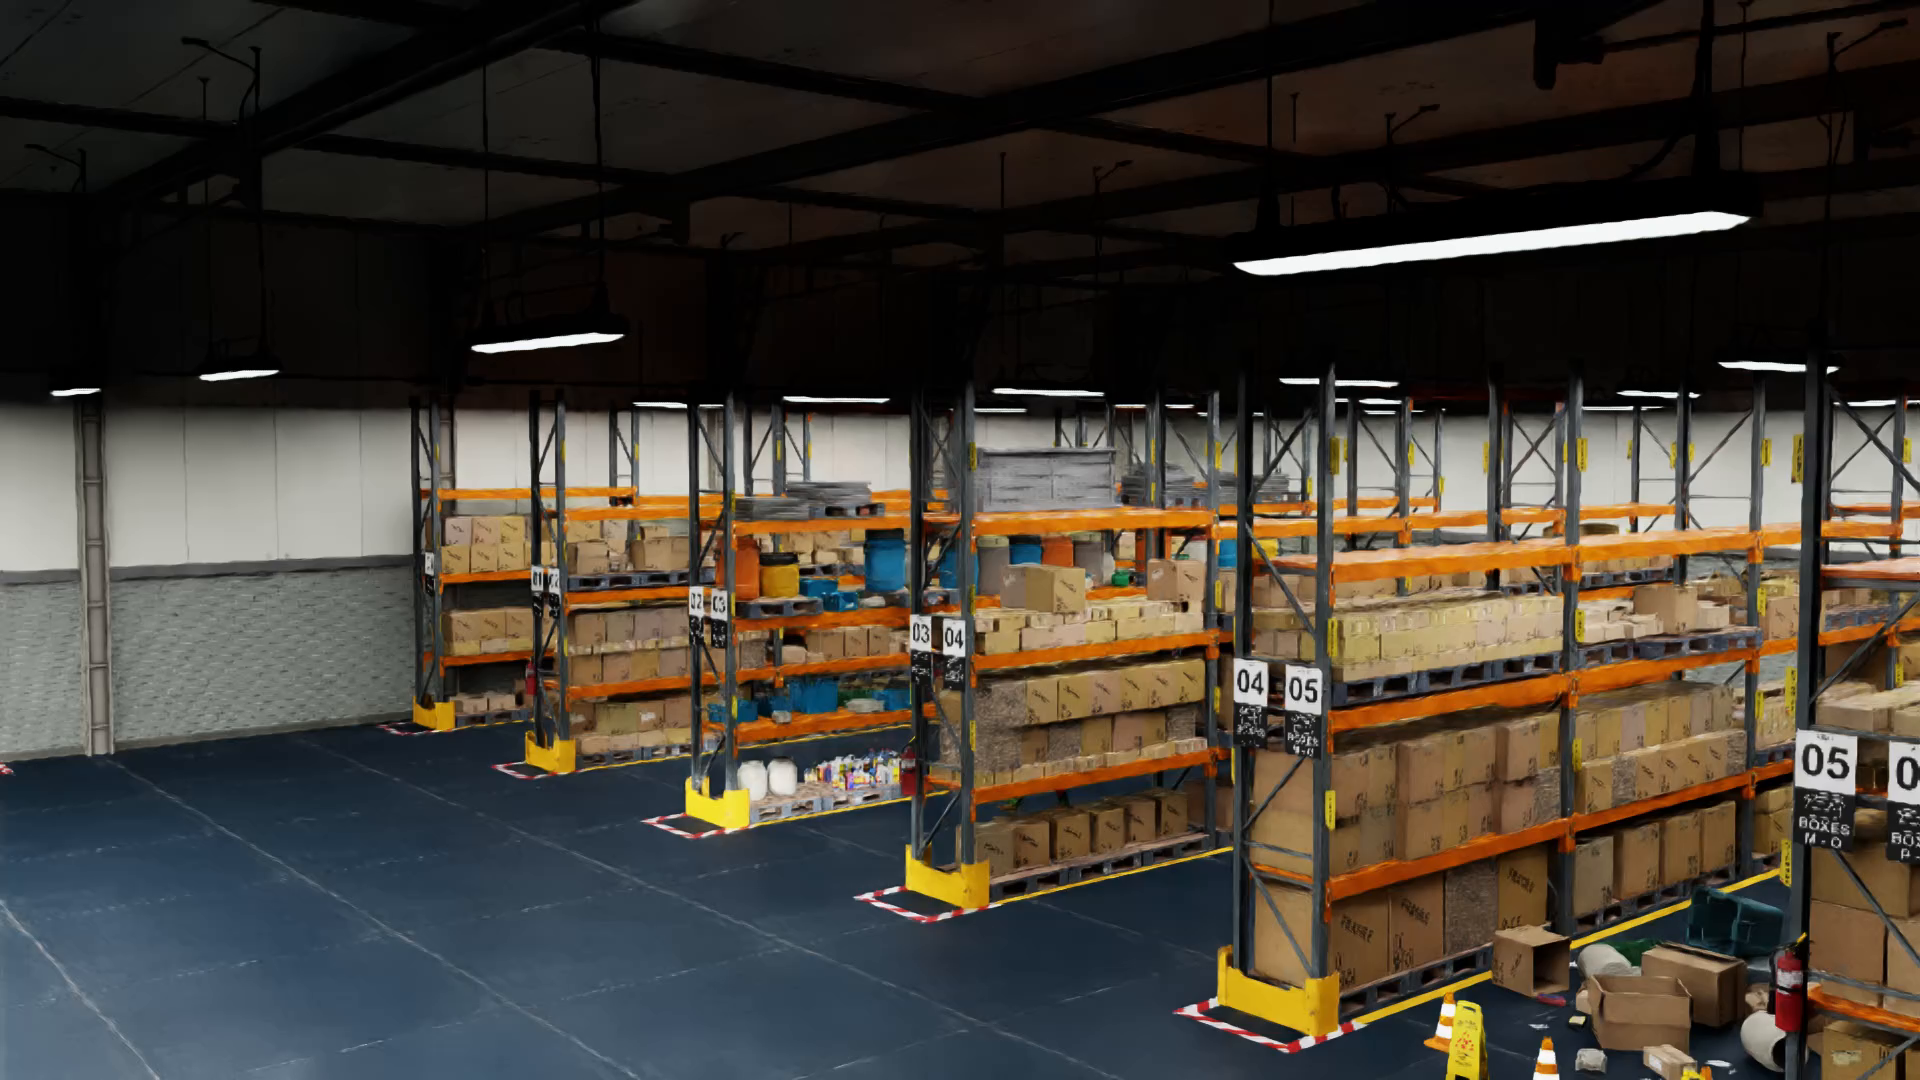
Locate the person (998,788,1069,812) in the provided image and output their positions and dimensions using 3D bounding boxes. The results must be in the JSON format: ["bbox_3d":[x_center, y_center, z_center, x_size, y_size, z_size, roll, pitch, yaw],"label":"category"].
[{"bbox_3d":[1.050,2.927,23.077,1.037,1.727,0.531,-2,4,-31],"label":"person"}]
